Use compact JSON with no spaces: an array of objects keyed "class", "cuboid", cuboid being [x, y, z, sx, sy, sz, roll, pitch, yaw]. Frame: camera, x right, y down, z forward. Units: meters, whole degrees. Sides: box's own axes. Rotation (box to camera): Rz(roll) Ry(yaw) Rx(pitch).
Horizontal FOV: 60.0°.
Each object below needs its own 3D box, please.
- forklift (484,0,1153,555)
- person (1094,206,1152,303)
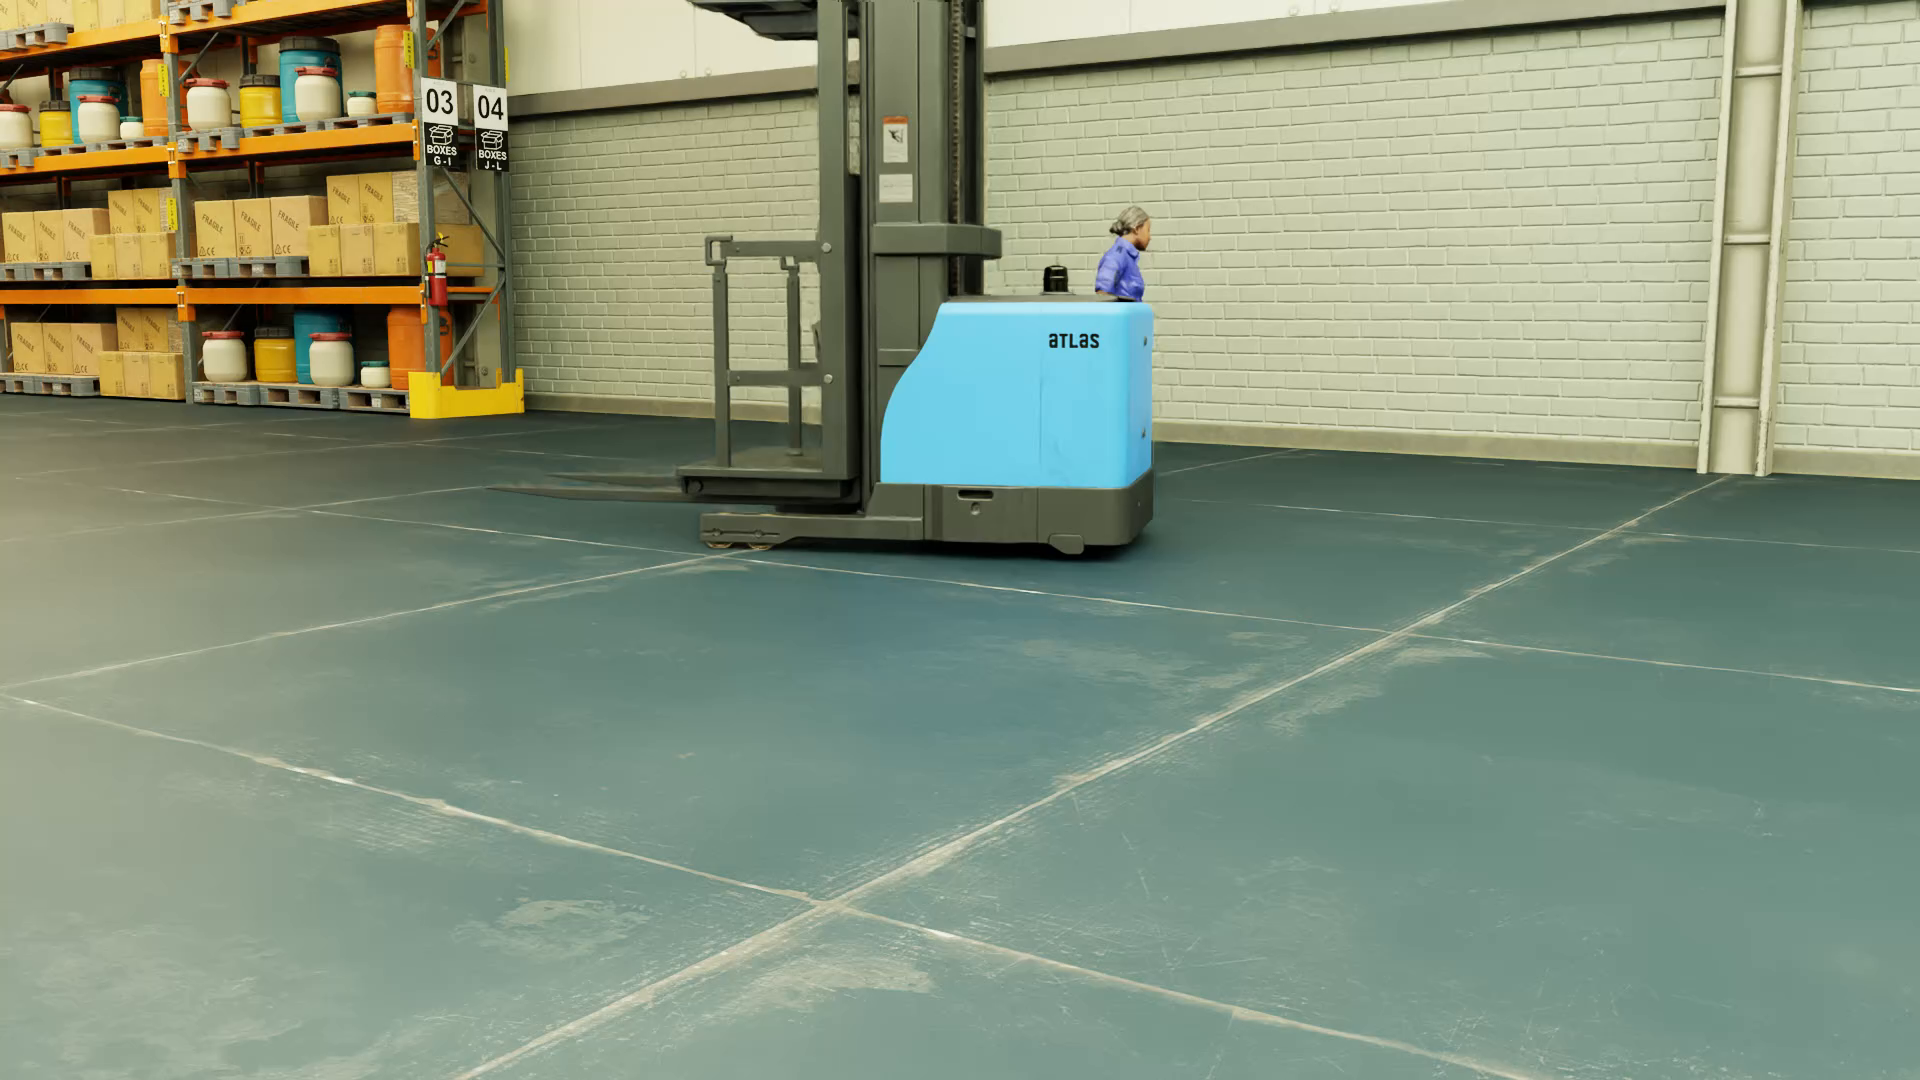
[{"class":"forklift","cuboid":[-0.666,-1.473,7.548,3.031,2.935,1.130,2,8,13]},{"class":"person","cuboid":[0.873,-1.063,9.397,0.393,1.626,0.794,1,8,8]}]
